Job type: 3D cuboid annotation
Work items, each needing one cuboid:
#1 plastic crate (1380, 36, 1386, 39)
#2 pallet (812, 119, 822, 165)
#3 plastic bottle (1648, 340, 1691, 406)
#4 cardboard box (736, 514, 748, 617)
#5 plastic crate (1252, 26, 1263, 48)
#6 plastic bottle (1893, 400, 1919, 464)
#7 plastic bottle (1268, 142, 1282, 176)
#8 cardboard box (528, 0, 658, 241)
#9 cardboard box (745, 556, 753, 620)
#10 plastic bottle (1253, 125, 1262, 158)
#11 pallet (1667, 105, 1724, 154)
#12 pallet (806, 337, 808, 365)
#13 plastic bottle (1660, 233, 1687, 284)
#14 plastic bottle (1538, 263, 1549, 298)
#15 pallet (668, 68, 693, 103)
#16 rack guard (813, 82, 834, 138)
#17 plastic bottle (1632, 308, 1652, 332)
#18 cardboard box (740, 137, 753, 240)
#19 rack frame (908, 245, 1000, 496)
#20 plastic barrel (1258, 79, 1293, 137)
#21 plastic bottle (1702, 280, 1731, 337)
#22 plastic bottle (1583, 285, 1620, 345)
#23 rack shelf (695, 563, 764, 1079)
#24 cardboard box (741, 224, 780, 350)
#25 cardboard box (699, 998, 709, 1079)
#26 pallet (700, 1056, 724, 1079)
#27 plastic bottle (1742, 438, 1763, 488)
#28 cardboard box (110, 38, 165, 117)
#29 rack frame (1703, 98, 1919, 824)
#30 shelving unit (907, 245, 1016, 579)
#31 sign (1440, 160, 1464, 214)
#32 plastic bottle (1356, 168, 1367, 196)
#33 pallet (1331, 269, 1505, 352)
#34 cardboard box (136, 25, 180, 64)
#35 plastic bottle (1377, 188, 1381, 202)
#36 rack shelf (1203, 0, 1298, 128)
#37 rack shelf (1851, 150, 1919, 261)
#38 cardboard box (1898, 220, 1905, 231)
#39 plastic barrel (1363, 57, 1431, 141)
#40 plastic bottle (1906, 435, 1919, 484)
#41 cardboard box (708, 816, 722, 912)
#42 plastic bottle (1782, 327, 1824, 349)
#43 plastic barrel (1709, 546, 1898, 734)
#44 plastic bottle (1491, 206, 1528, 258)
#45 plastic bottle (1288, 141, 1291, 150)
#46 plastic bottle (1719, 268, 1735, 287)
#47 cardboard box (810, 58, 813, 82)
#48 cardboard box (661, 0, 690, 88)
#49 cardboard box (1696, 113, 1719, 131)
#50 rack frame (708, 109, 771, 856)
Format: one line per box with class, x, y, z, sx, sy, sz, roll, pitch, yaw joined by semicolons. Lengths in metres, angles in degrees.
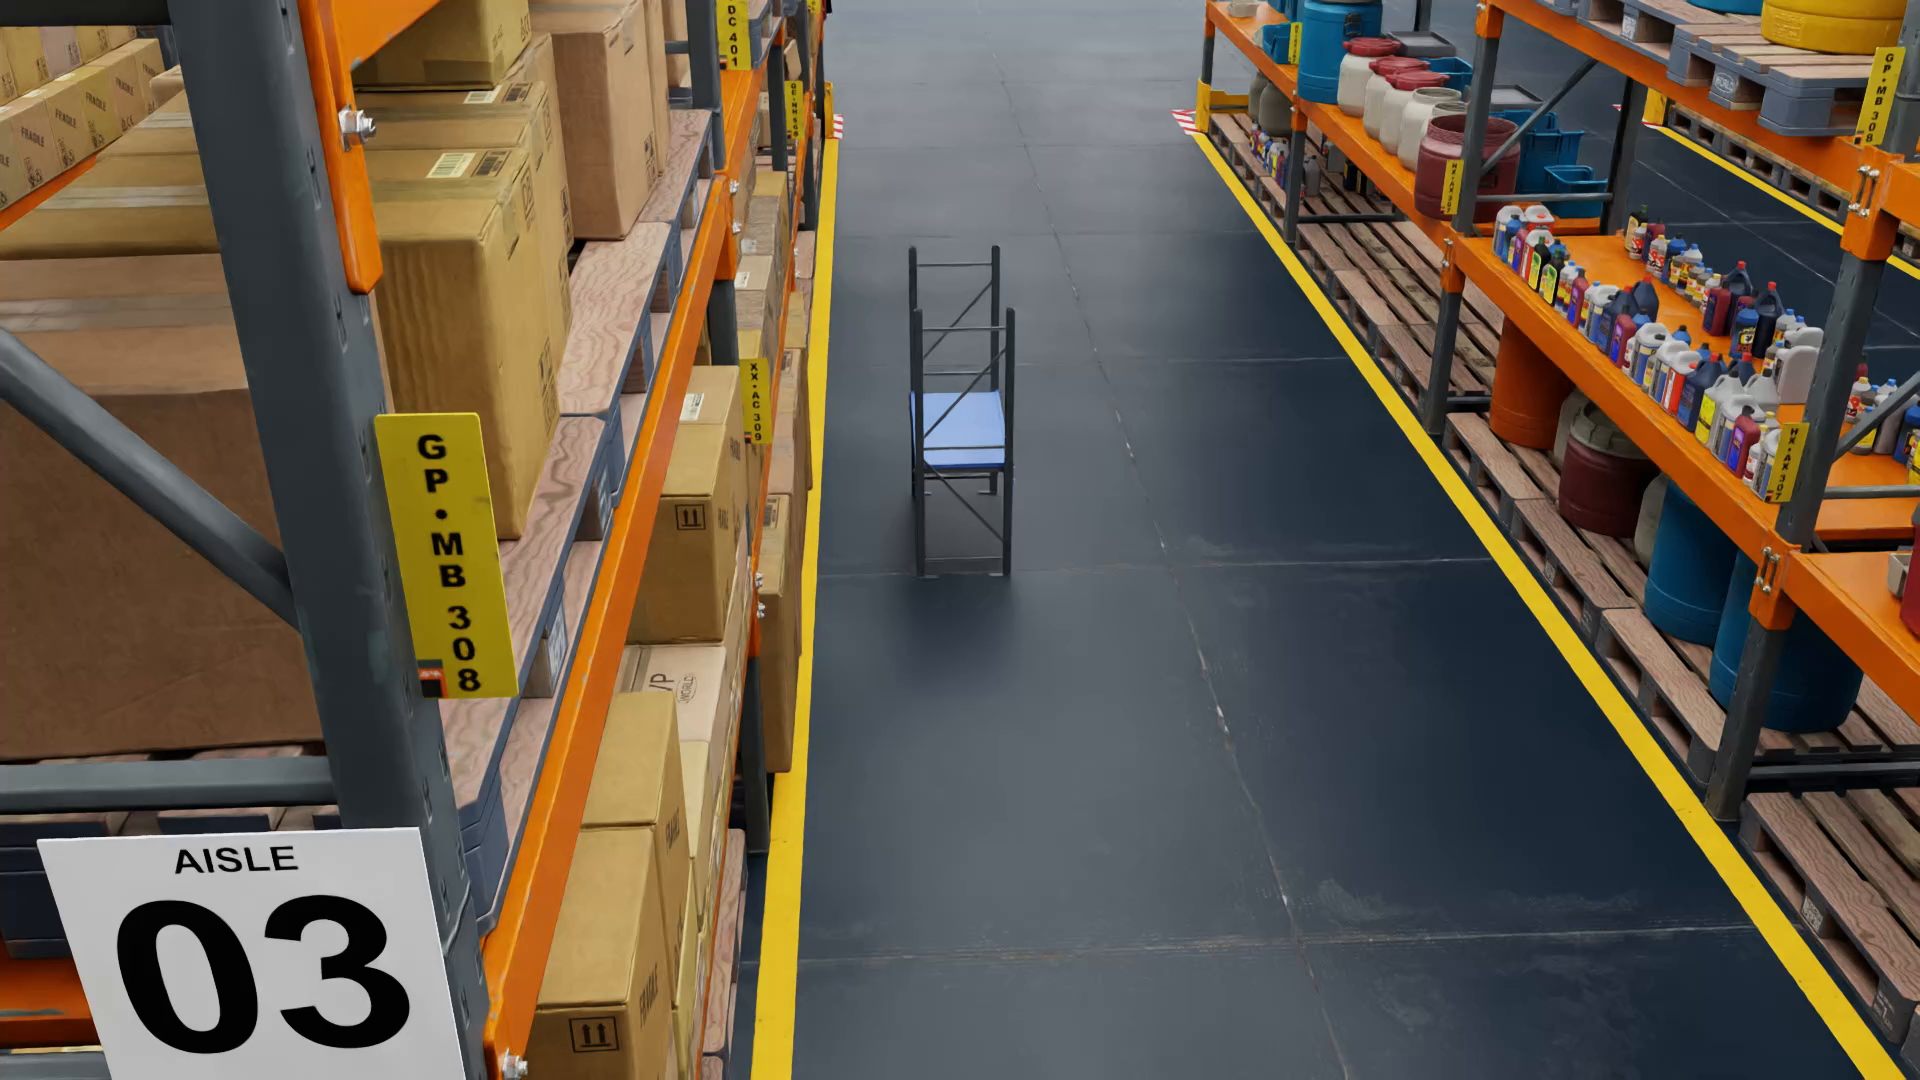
plastic crate;3.346;-4.093;13.921;0.767;0.338;0.504;-1;28;-3
pallet;-1.897;-3.956;16.606;1.003;0.211;1.213;-1;28;-3
plastic bottle;3.269;-0.764;7.606;0.152;0.276;0.135;-1;28;-3
cardboard box;-0.997;0.071;5.712;0.500;0.250;0.500;-2;28;-4
plastic crate;2.909;-4.503;14.924;0.530;0.136;0.437;-1;28;-3
plastic bottle;4.035;-0.463;7.034;0.097;0.271;0.097;0;28;0
plastic bottle;2.894;-3.467;15.122;0.152;0.276;0.135;-1;28;-2
cardboard box;-1.157;-1.058;4.121;0.700;0.500;0.500;0;28;0
cardboard box;-0.939;0.183;5.928;0.380;0.149;0.250;-1;28;-2
plastic bottle;2.815;-3.764;15.684;0.061;0.283;0.133;-1;28;-2
pallet;8.066;-4.252;17.175;1.003;0.211;1.213;-1;28;-3
pallet;-1.530;-1.033;11.003;1.003;0.211;1.213;-1;28;-3
plastic bottle;3.913;-1.545;9.107;0.097;0.271;0.097;0;28;0
plastic bottle;3.165;-1.403;8.912;0.097;0.201;0.097;0;28;0
pallet;-1.379;-1.729;6.285;0.805;0.209;1.217;-2;28;-5
rack guard;-1.904;-4.460;17.261;1.175;0.500;0.348;-1;28;-3
plastic bottle;3.277;-0.985;8.034;0.097;0.271;0.097;0;28;0
cardboard box;-1.437;-1.759;8.186;0.797;0.503;0.637;-1;28;-1
rack frame;-0.031;-0.939;9.429;0.500;1.500;0.032;-1;28;-3
plastic barrel;3.175;-4.273;16.434;0.421;0.512;0.421;0;28;0
plastic bottle;3.828;-1.184;8.402;0.061;0.283;0.133;-1;28;-3
plastic bottle;3.228;-1.125;8.298;0.152;0.276;0.135;-1;28;-3
rack shelf;-1.177;1.181;4.520;1.077;0.370;4.000;-1;28;-3
cardboard box;-1.167;-1.261;8.316;0.500;0.500;0.500;-2;28;-4
cardboard box;-1.280;1.417;5.134;0.875;0.875;0.875;-1;28;-3
pallet;-1.253;2.093;5.010;1.003;0.211;1.213;-1;28;-3
plastic bottle;3.288;-0.320;6.835;0.097;0.201;0.097;0;28;0
cardboard box;-6.364;-3.493;12.595;0.500;0.500;0.500;-2;28;-3
rack frame;3.664;-0.181;6.354;1.000;3.000;0.127;-1;28;-3
shelving unit;-0.004;-0.704;8.979;0.538;1.500;1.048;-1;28;-3
sign;2.907;-2.084;9.826;0.100;0.325;0.005;-1;28;-3
plastic bottle;3.517;-3.170;14.546;0.061;0.283;0.133;-1;28;-3
pallet;3.393;-1.713;12.306;1.003;0.211;1.213;-1;28;-3
cardboard box;-6.689;-3.920;13.359;0.875;0.550;0.550;-1;28;-3
plastic bottle;3.663;-3.035;14.375;0.097;0.201;0.097;0;28;0
rack shelf;3.142;-4.480;15.375;1.077;0.370;4.000;-1;28;-3
rack shelf;3.769;-0.269;4.056;1.077;0.370;4.000;-1;28;-3
cardboard box;7.967;-2.768;13.834;0.500;0.250;0.500;-2;28;-4
plastic barrel;3.116;-3.150;11.899;0.433;0.535;0.433;0;28;0
plastic bottle;3.968;-0.348;6.728;0.144;0.351;0.185;-1;28;-3
cardboard box;-0.859;0.894;4.565;0.380;0.149;0.250;-1;28;-2
plastic bottle;3.960;-0.884;7.835;0.152;0.276;0.135;-1;28;-3
plastic barrel;3.653;0.311;7.224;0.600;0.901;0.708;-1;28;-3
plastic bottle;3.155;-1.766;9.526;0.152;0.276;0.135;-1;28;-3
plastic bottle;3.000;-3.473;15.126;0.061;0.283;0.133;-1;28;-3
plastic bottle;3.962;-1.272;8.572;0.061;0.283;0.133;-1;28;-3
cardboard box;-1.410;-3.867;13.692;0.380;0.149;0.250;-1;28;-3
cardboard box;-1.322;-1.890;5.824;0.700;0.500;0.500;-1;28;-1
cardboard box;7.820;-4.324;16.816;0.500;0.250;0.500;-1;28;-3
rack frame;-1.282;-0.062;6.125;1.000;3.000;0.127;-1;28;-3
